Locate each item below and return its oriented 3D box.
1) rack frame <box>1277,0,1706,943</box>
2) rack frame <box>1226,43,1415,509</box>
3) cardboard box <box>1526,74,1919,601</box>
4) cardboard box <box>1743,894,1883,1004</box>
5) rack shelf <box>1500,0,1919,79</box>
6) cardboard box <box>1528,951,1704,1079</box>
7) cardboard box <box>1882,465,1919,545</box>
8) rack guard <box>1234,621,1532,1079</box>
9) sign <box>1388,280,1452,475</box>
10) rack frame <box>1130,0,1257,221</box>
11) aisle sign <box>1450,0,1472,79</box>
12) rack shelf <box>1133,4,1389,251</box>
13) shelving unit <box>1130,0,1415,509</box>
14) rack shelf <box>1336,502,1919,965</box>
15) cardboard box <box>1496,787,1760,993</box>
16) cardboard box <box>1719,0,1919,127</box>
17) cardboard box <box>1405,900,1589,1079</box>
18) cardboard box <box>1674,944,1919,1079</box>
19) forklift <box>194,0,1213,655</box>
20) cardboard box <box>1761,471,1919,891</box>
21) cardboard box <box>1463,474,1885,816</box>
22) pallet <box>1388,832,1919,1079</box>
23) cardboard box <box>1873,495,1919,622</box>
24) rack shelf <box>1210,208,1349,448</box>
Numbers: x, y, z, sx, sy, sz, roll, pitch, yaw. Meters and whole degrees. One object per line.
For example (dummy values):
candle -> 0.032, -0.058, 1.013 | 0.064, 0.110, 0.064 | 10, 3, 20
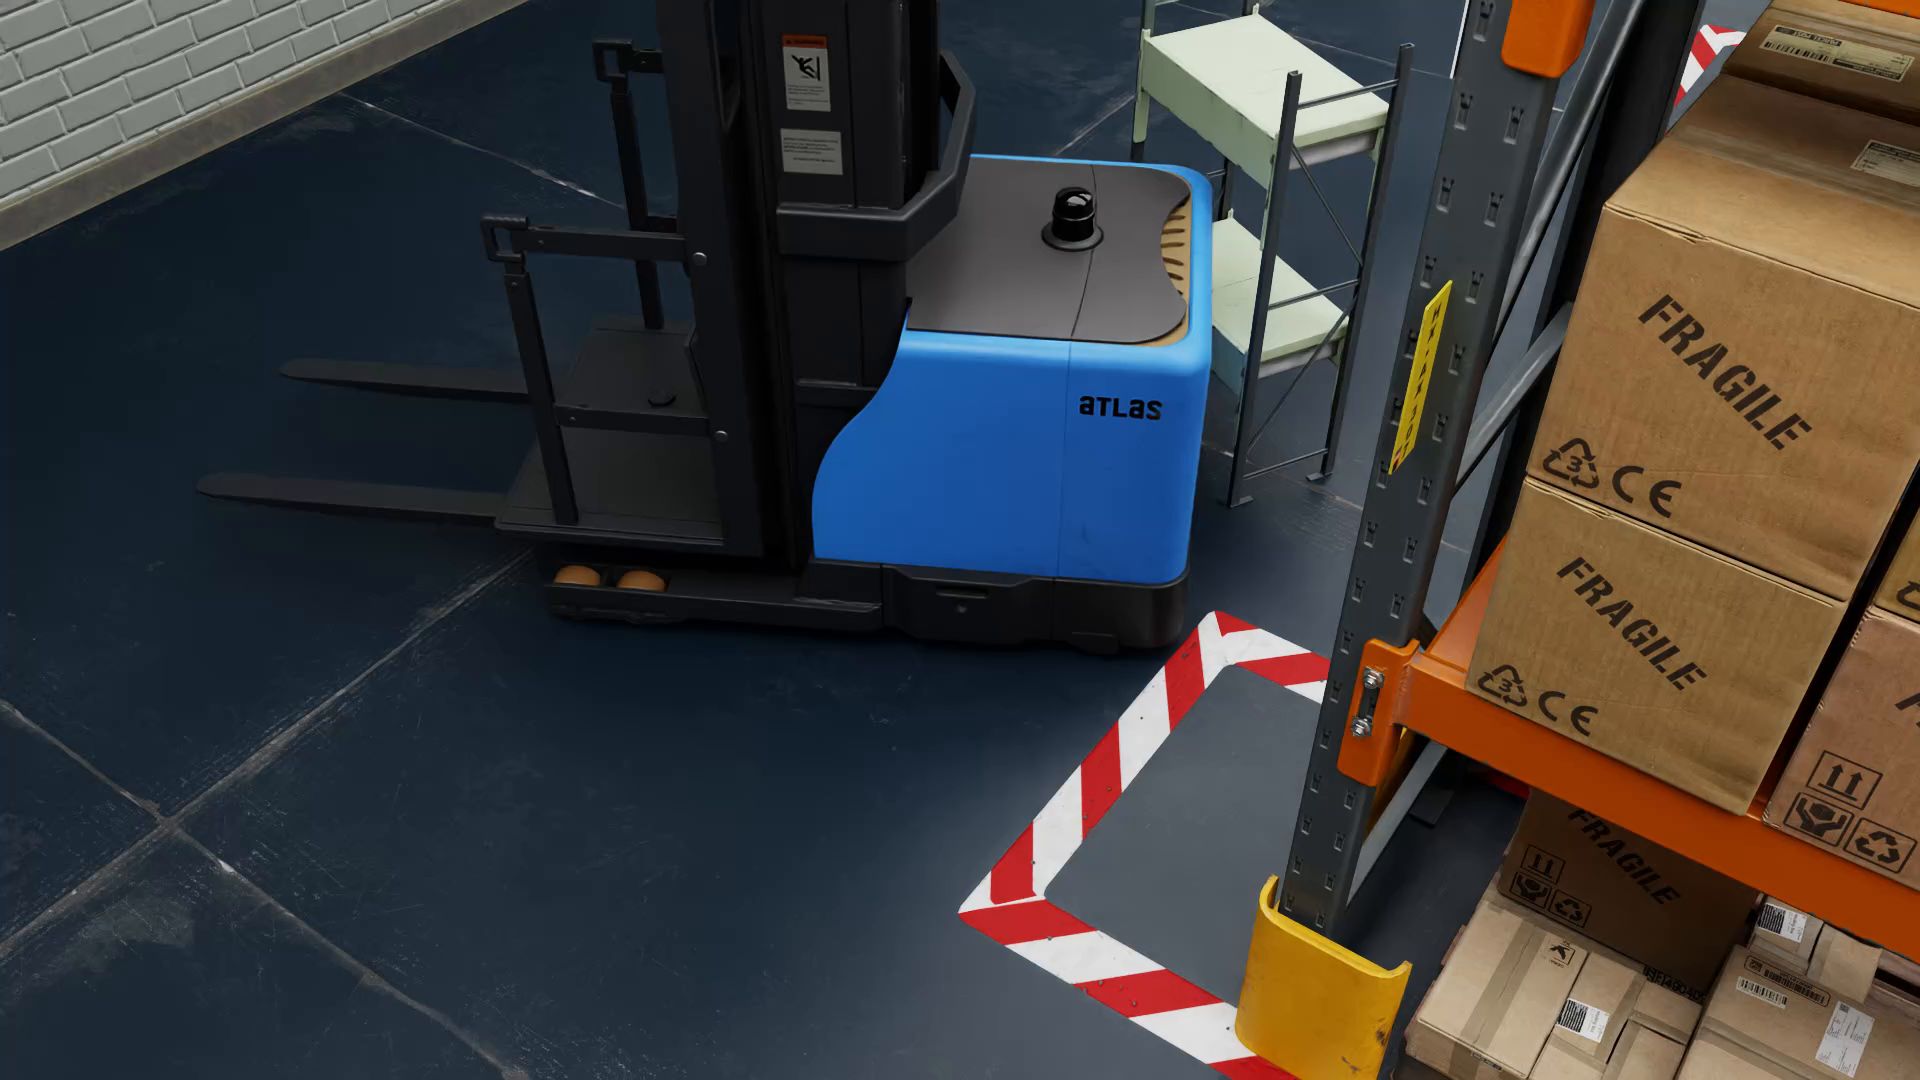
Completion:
rack frame -> 1.040, -0.227, 3.254 | 0.127, 3.000, 1.000 | 25, 48, 25
rack frame -> 1.046, -0.724, 4.935 | 0.400, 1.500, 0.023 | -18, 45, -19
cardboard box -> 1.252, -0.323, 2.537 | 0.500, 0.500, 0.500 | 27, 48, 27
cardboard box -> 1.907, 0.943, 3.742 | 0.250, 0.166, 0.380 | 25, 48, 25
rack shelf -> 2.678, -0.311, 1.638 | 4.000, 0.370, 1.077 | 25, 48, 25
cardboard box -> 1.391, 1.109, 3.556 | 0.250, 0.166, 0.380 | 25, 48, 25
cardboard box -> 1.990, -0.045, 2.975 | 0.500, 0.500, 0.500 | 25, 48, 26
rack guard -> 1.103, 0.734, 4.055 | 0.348, 0.500, 1.175 | 25, 48, 25
sign -> 0.729, -0.253, 2.634 | 0.005, 0.325, 0.100 | 25, 48, 25
rack frame -> 0.724, -1.163, 5.425 | 0.400, 1.500, 0.023 | -18, 45, -19
aisle sign -> 0.816, -1.062, 2.237 | 0.004, 0.787, 0.394 | 25, 48, 25
rack shelf -> 0.885, -1.234, 4.920 | 0.431, 0.370, 0.720 | -18, 45, -19
shelving unit -> 0.885, -0.944, 5.180 | 0.431, 1.500, 0.755 | -18, 45, -19
rack shelf -> 2.678, 0.807, 2.638 | 4.000, 0.370, 1.077 | 25, 48, 25
cardboard box -> 1.627, 0.614, 3.859 | 0.500, 0.500, 0.500 | 25, 48, 25
cardboard box -> 1.563, -0.617, 2.865 | 0.500, 0.500, 0.500 | 25, 47, 25
cardboard box -> 1.186, 1.019, 3.669 | 0.250, 0.149, 0.380 | 25, 48, 25
cardboard box -> 1.732, 1.188, 3.405 | 0.500, 0.250, 0.500 | 25, 48, 25
forklift -> -0.804, -1.184, 4.375 | 3.031, 2.935, 1.130 | 4, 42, 5
cardboard box -> 1.678, 0.244, 2.653 | 0.500, 0.500, 0.500 | 25, 47, 25
cardboard box -> 1.252, 0.050, 2.870 | 0.500, 0.500, 0.500 | 26, 48, 26
pallet -> 1.756, 1.146, 3.811 | 1.213, 0.211, 1.003 | 25, 48, 25
cardboard box -> 1.685, -0.127, 2.318 | 0.500, 0.500, 0.500 | 26, 48, 26
rack shelf -> 0.885, -0.701, 5.397 | 0.431, 0.370, 0.720 | -18, 45, -19
